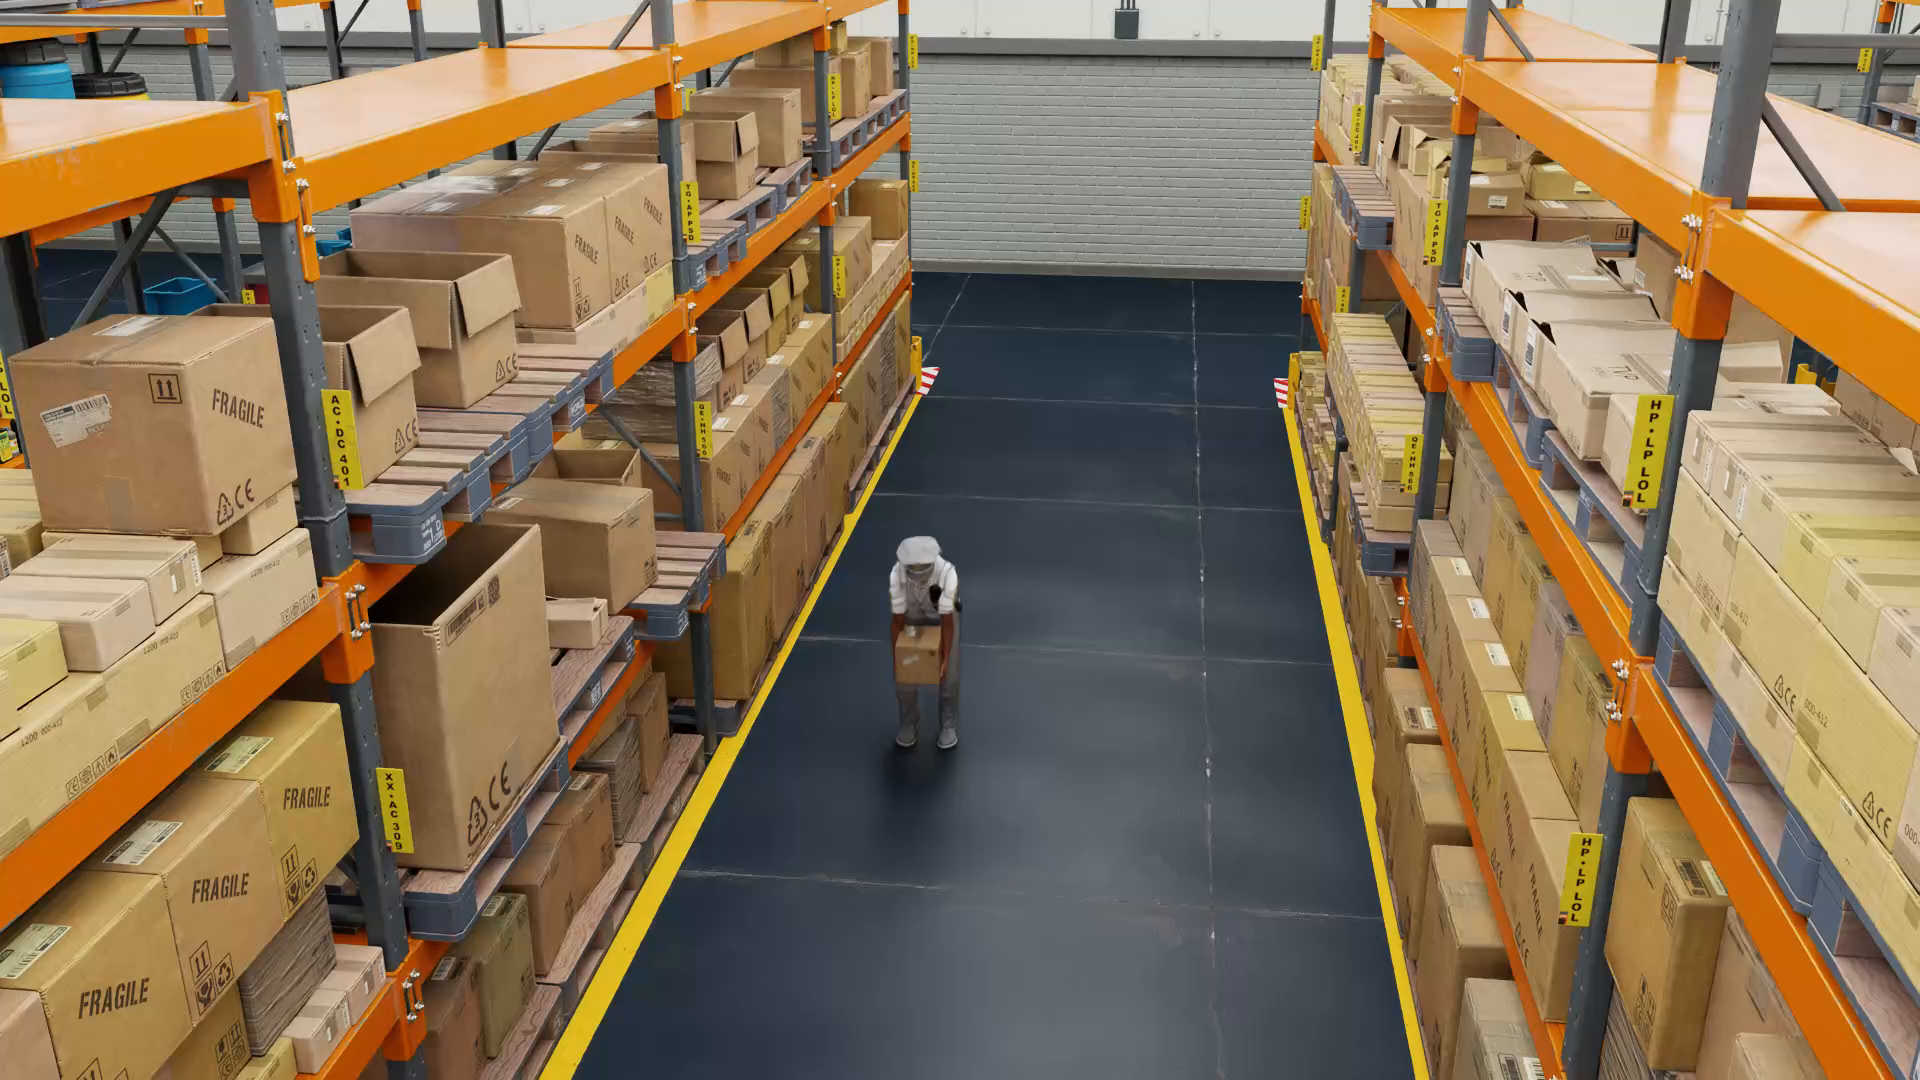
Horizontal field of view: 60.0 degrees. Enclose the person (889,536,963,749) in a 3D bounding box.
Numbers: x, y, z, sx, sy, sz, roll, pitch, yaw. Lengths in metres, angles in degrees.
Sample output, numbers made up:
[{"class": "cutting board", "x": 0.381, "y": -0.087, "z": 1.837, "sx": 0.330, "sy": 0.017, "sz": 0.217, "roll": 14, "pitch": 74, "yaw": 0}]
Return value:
[{"class": "person", "x": -0.212, "y": 0.601, "z": 9.825, "sx": 0.412, "sy": 1.466, "sz": 0.779, "roll": 2, "pitch": 21, "yaw": 5}]
